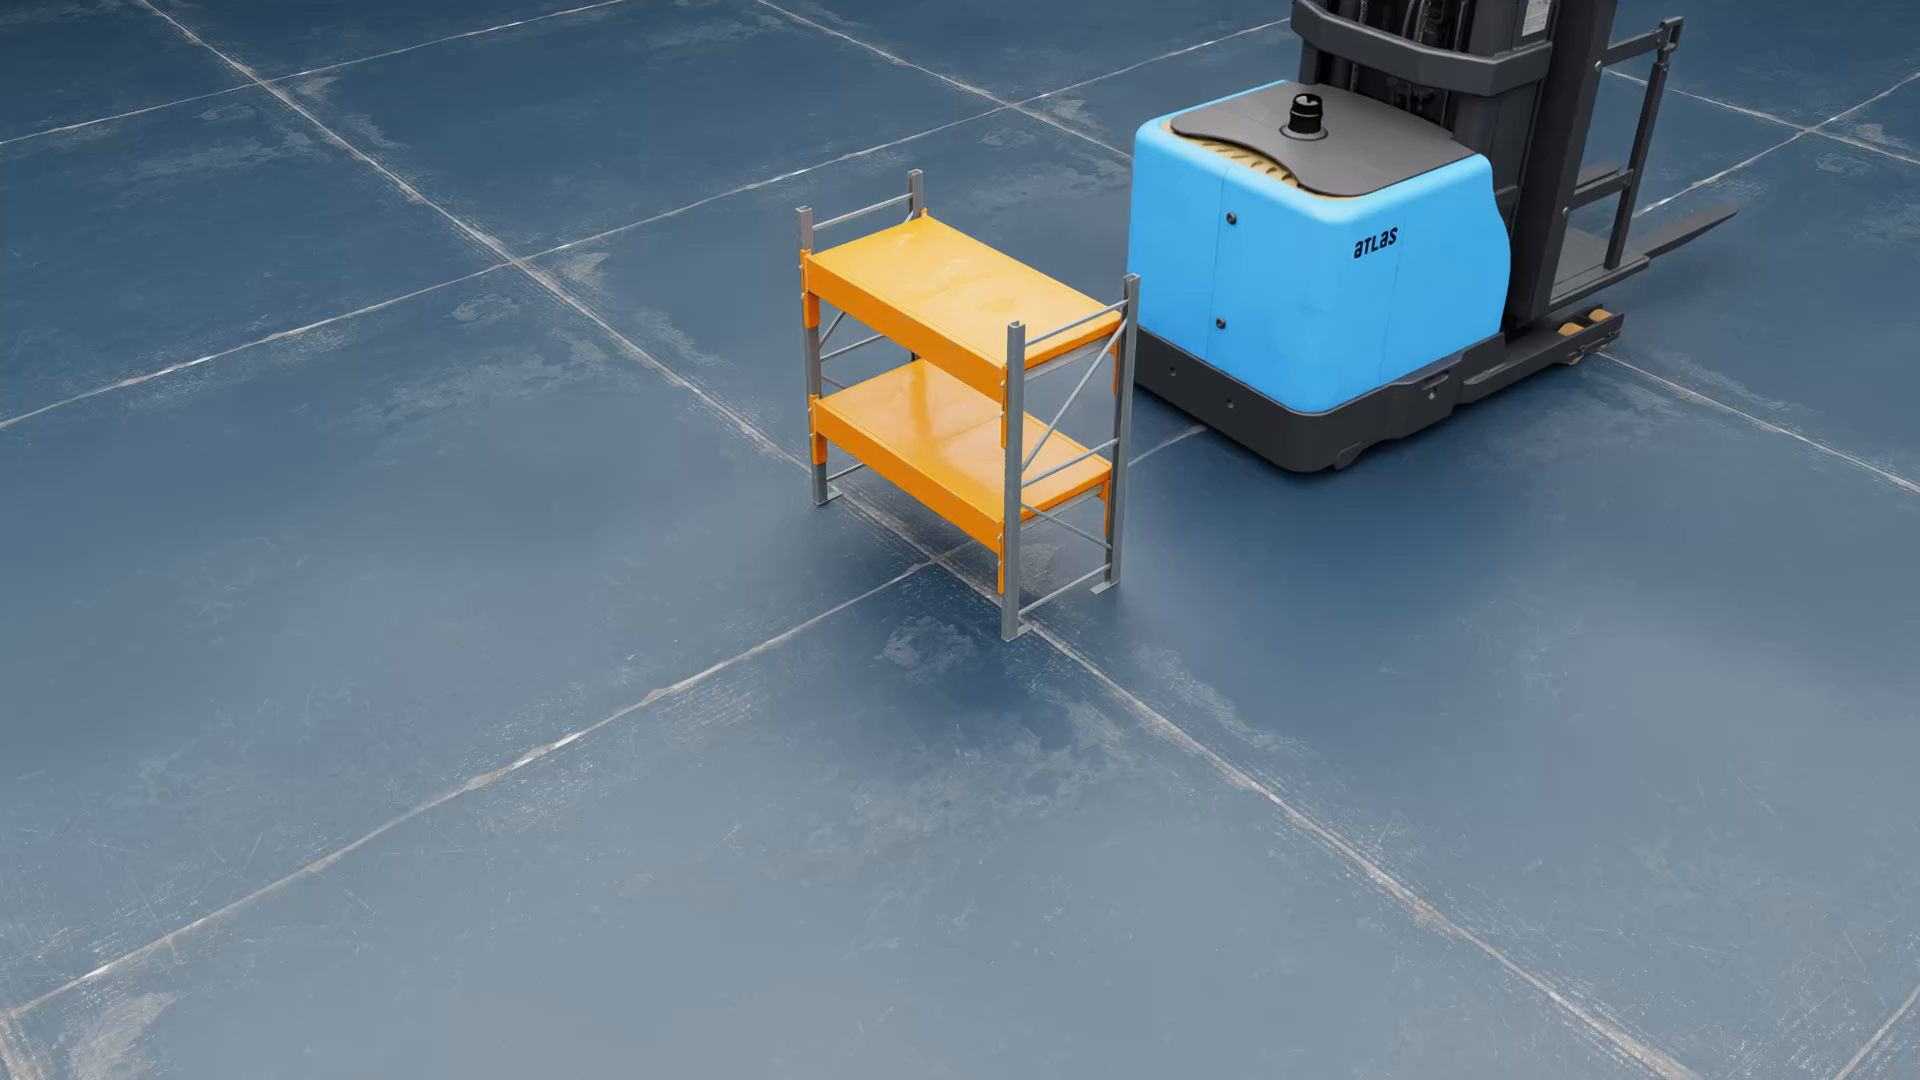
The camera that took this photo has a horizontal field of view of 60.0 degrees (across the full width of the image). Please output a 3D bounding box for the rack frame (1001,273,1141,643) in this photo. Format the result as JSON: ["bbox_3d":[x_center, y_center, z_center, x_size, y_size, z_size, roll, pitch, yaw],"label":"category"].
[{"bbox_3d":[0.332,-0.232,5.104,0.500,1.125,0.032,-26,43,-32],"label":"rack frame"}]

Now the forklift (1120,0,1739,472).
[{"bbox_3d":[2.100,-2.127,6.218,3.031,2.935,1.130,-24,42,-30],"label":"forklift"}]

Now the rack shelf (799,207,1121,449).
[{"bbox_3d":[0.004,-0.695,5.252,0.538,0.278,1.000,-26,43,-32],"label":"rack shelf"}]

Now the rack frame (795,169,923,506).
[{"bbox_3d":[-0.324,-0.680,5.738,0.500,1.125,0.032,-26,43,-32],"label":"rack frame"}]

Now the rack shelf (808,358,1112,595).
[{"bbox_3d":[0.004,-0.257,5.562,0.538,0.278,1.000,-26,43,-32],"label":"rack shelf"}]

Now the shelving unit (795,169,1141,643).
[{"bbox_3d":[0.004,-0.456,5.421,0.538,1.125,1.048,-26,43,-32],"label":"shelving unit"}]
